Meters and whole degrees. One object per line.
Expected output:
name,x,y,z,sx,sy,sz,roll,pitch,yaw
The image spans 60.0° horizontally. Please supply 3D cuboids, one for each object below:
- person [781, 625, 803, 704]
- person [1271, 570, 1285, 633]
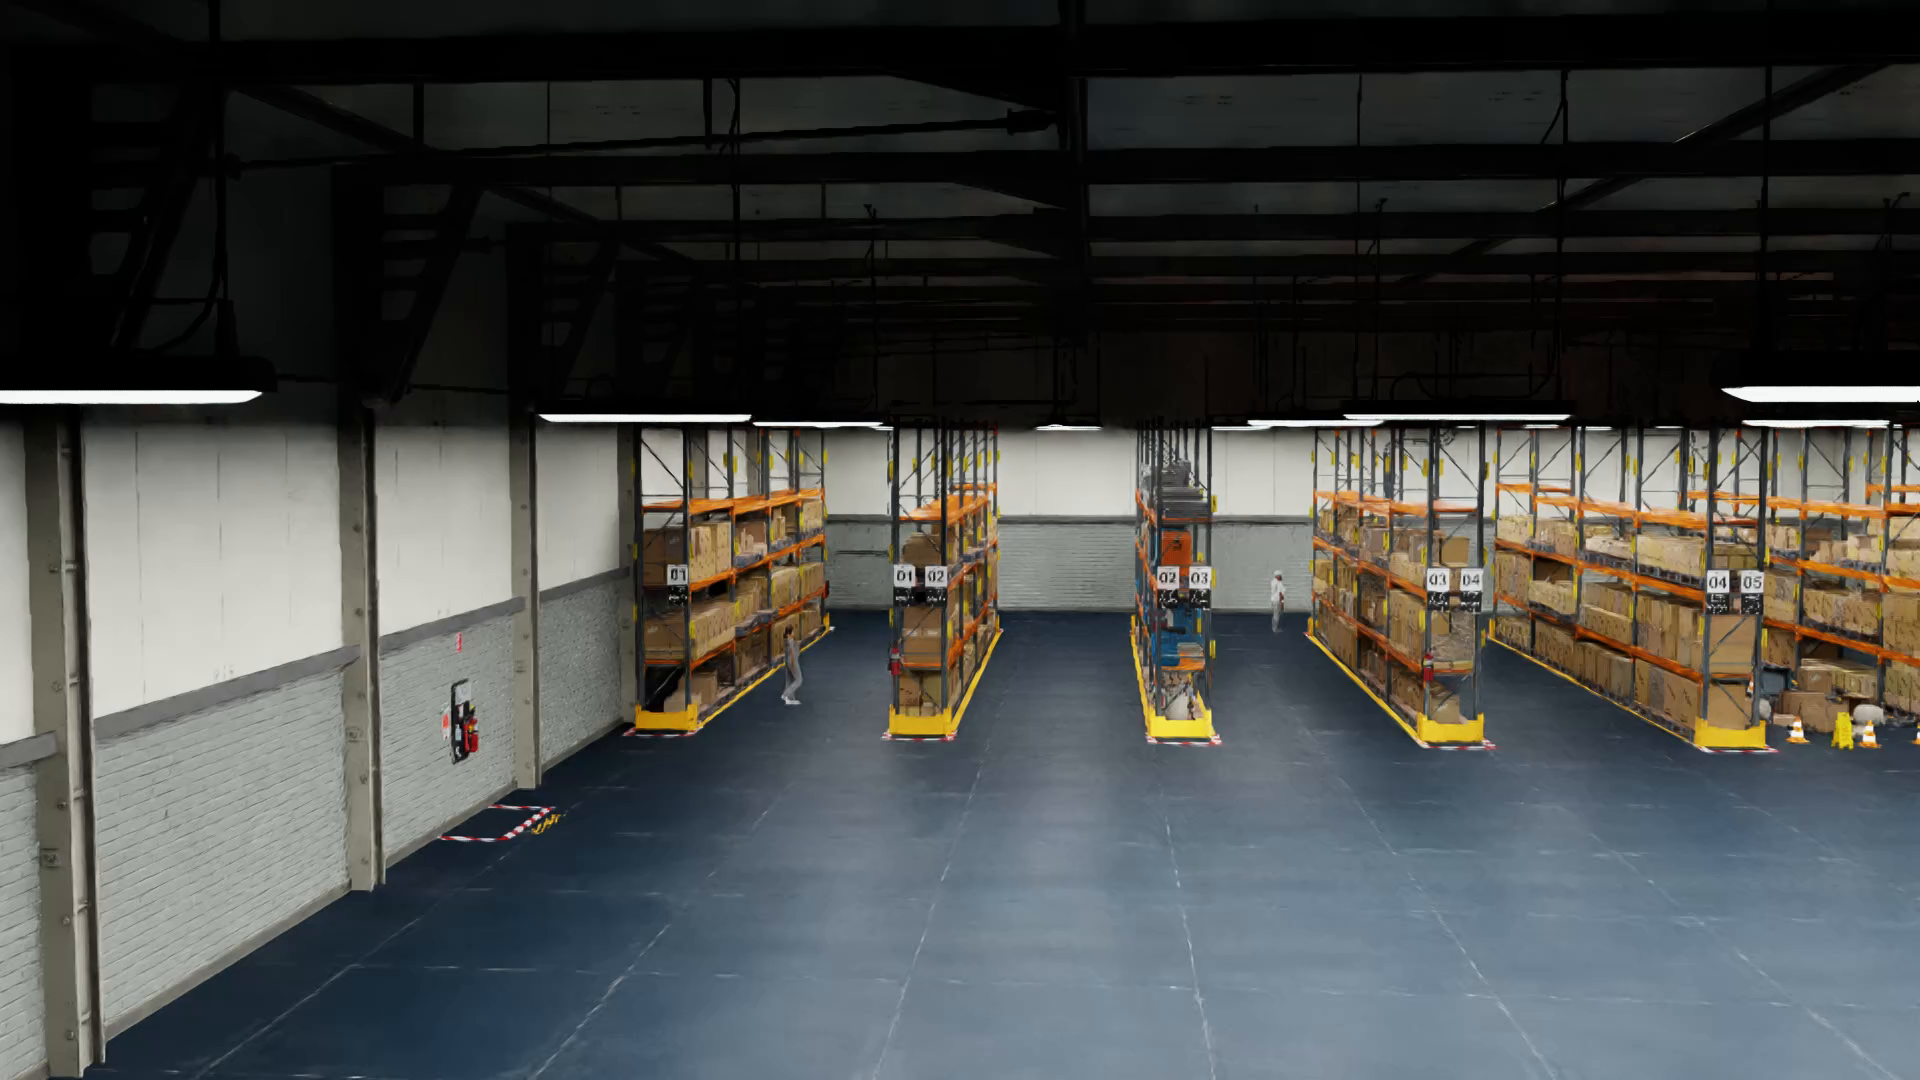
person,-3.550,2.613,34.827,0.432,1.670,0.503,-2,4,-23
person,9.060,1.732,47.354,0.392,1.765,0.664,-1,4,-9
